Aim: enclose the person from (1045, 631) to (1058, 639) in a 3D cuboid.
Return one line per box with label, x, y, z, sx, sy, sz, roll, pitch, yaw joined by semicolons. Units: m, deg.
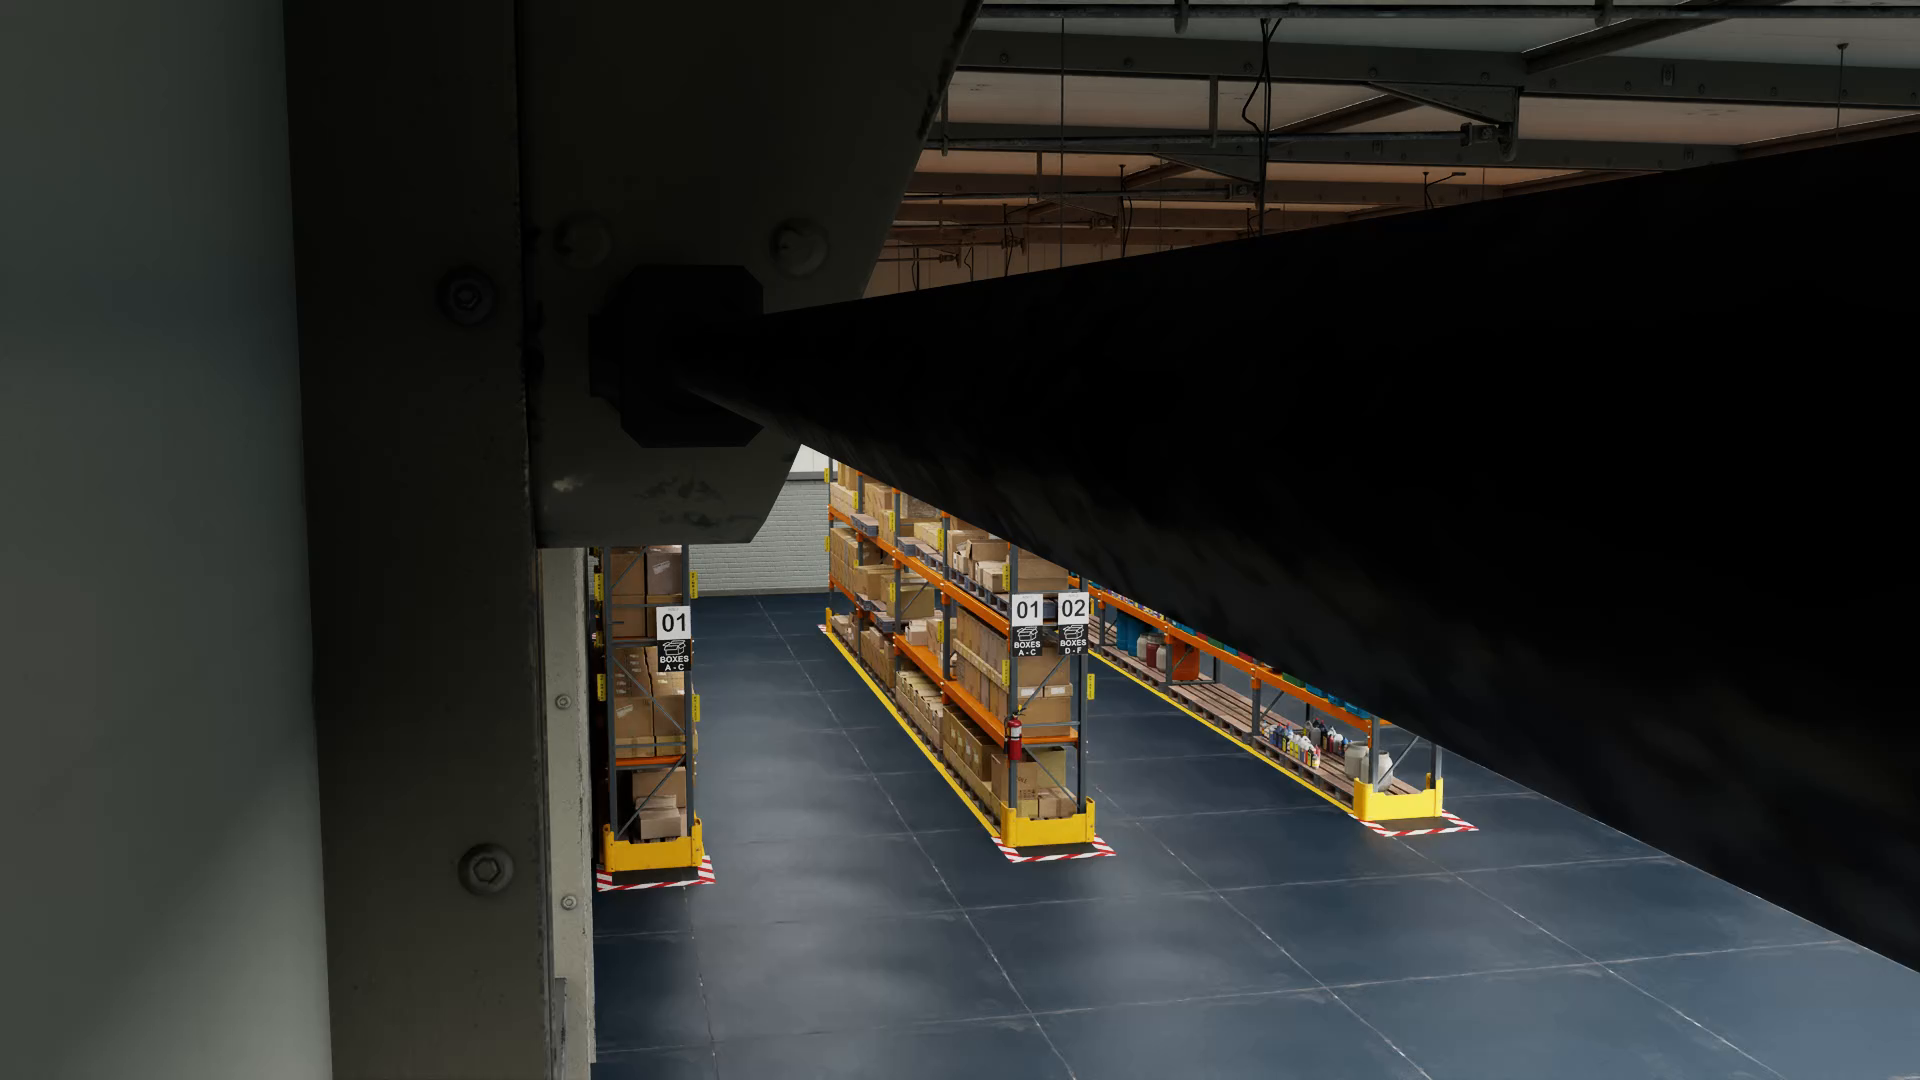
person;1.720;1.870;30.210;0.657;1.725;0.950;-3;8;-26
